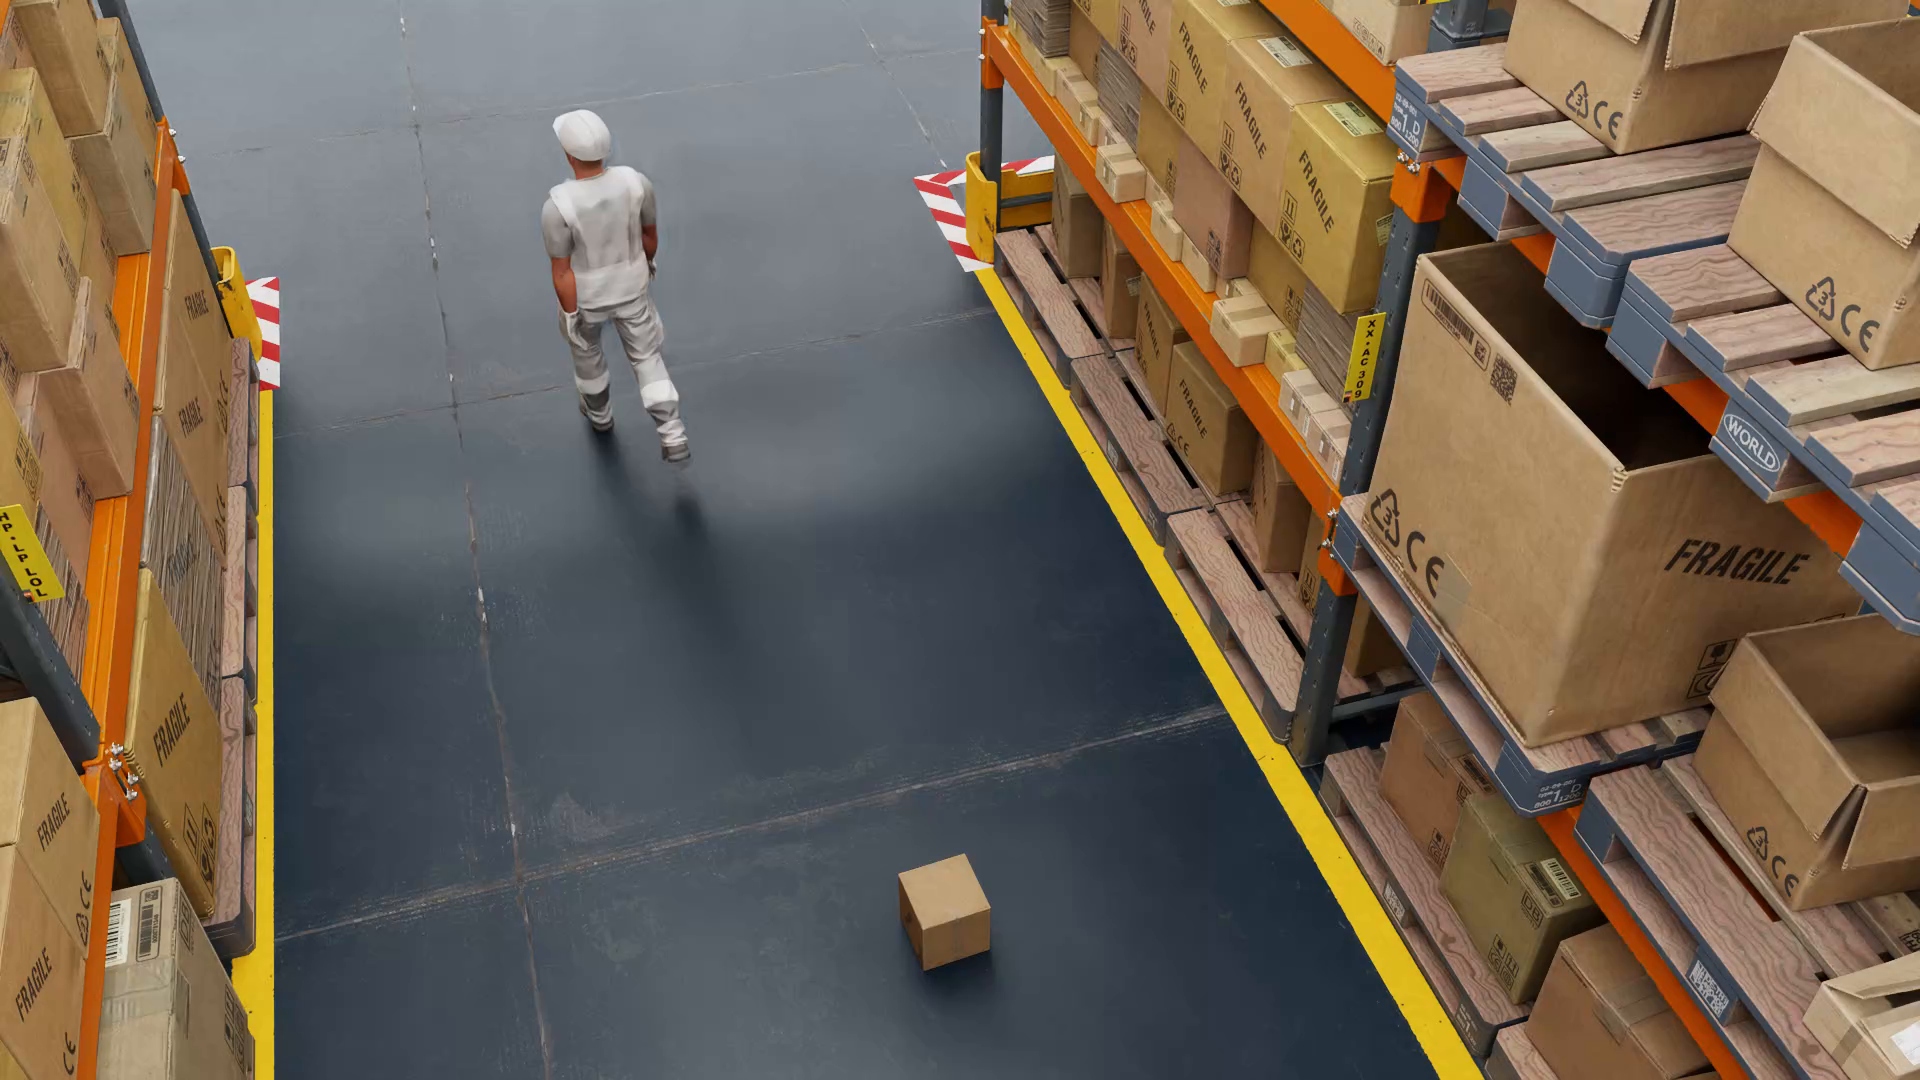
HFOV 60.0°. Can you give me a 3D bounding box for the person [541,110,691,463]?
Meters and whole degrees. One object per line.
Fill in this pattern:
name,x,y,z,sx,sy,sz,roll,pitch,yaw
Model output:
person,-1.547,-1.108,7.372,0.535,1.756,0.930,-20,45,-20
